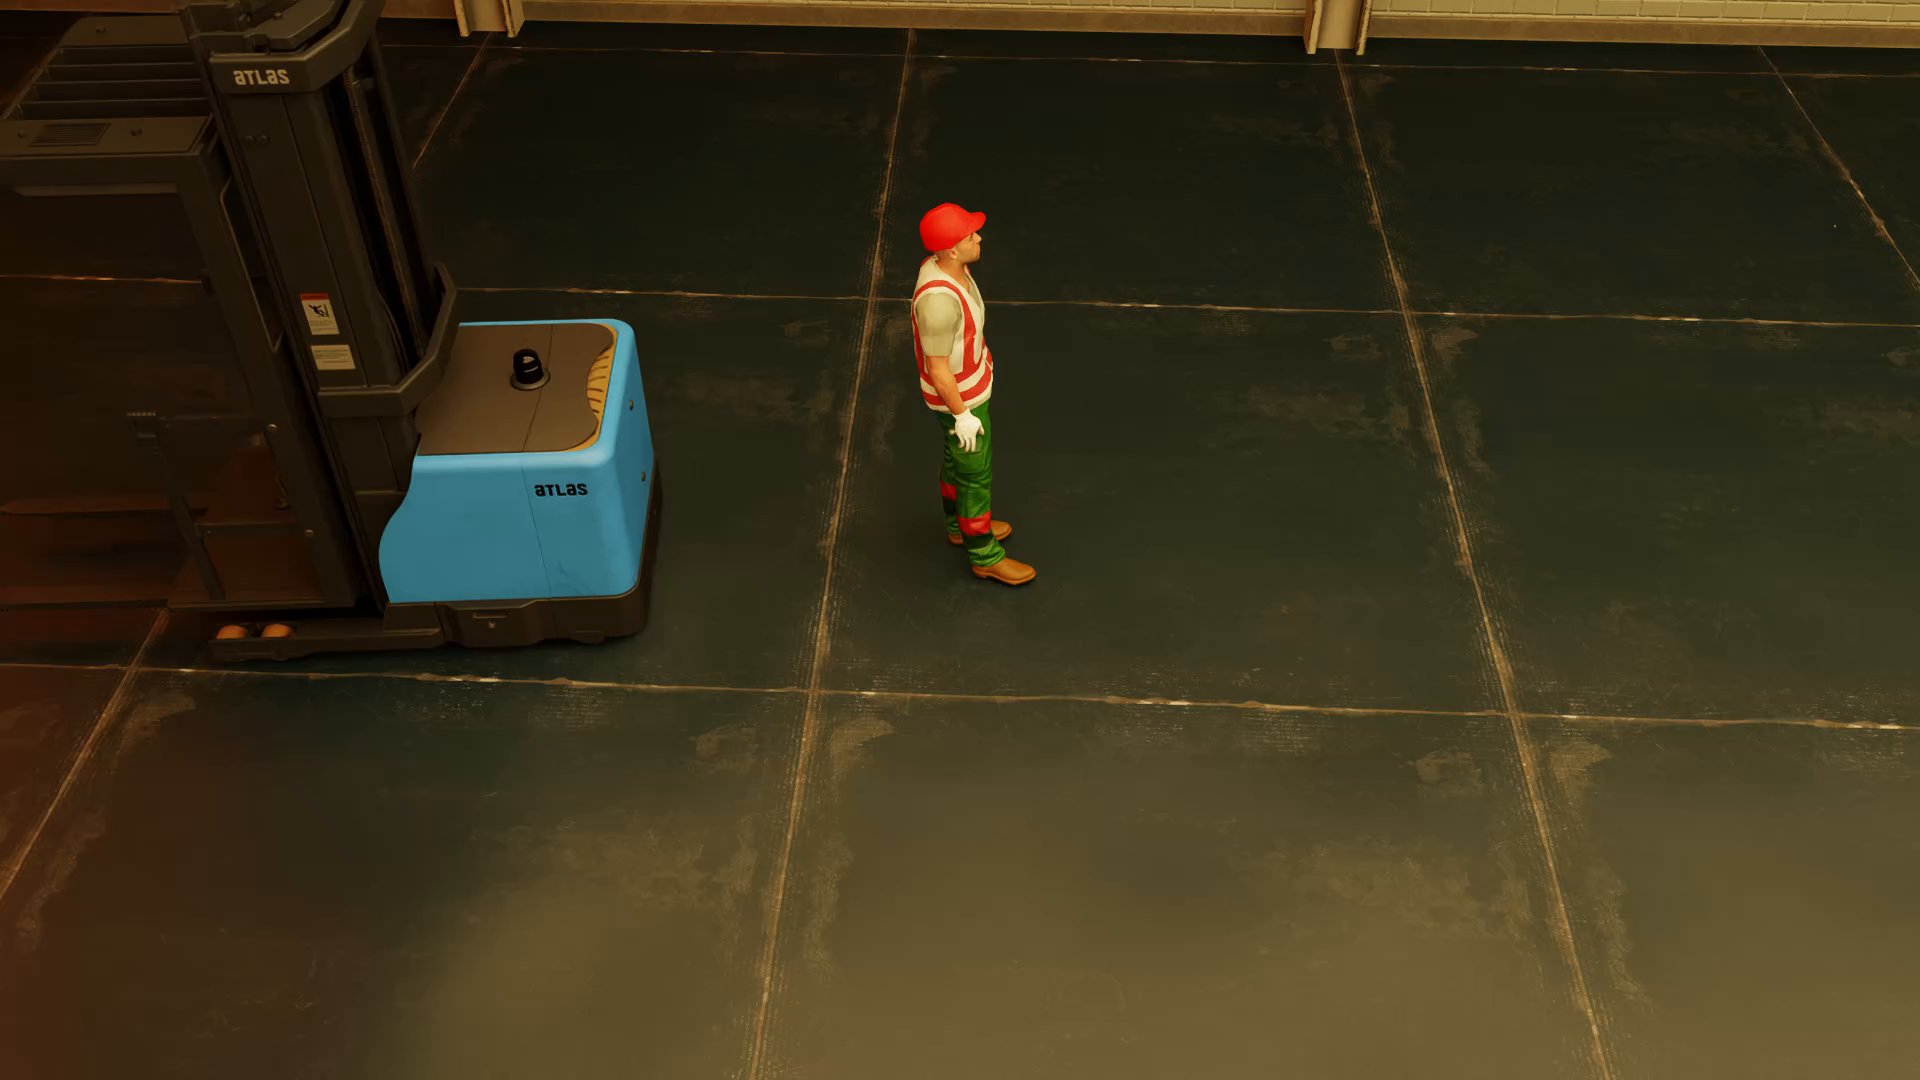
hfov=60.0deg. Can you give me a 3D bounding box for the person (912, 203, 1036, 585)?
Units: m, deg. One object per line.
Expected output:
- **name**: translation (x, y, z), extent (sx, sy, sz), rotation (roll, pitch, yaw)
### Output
- **person**: translation (0.080, -0.655, 7.297), extent (0.562, 1.789, 0.637), rotation (2, 42, 2)

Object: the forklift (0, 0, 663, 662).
- **forklift**: translation (-2.931, -0.912, 6.742), extent (3.031, 2.935, 1.130), rotation (-2, 42, -2)
